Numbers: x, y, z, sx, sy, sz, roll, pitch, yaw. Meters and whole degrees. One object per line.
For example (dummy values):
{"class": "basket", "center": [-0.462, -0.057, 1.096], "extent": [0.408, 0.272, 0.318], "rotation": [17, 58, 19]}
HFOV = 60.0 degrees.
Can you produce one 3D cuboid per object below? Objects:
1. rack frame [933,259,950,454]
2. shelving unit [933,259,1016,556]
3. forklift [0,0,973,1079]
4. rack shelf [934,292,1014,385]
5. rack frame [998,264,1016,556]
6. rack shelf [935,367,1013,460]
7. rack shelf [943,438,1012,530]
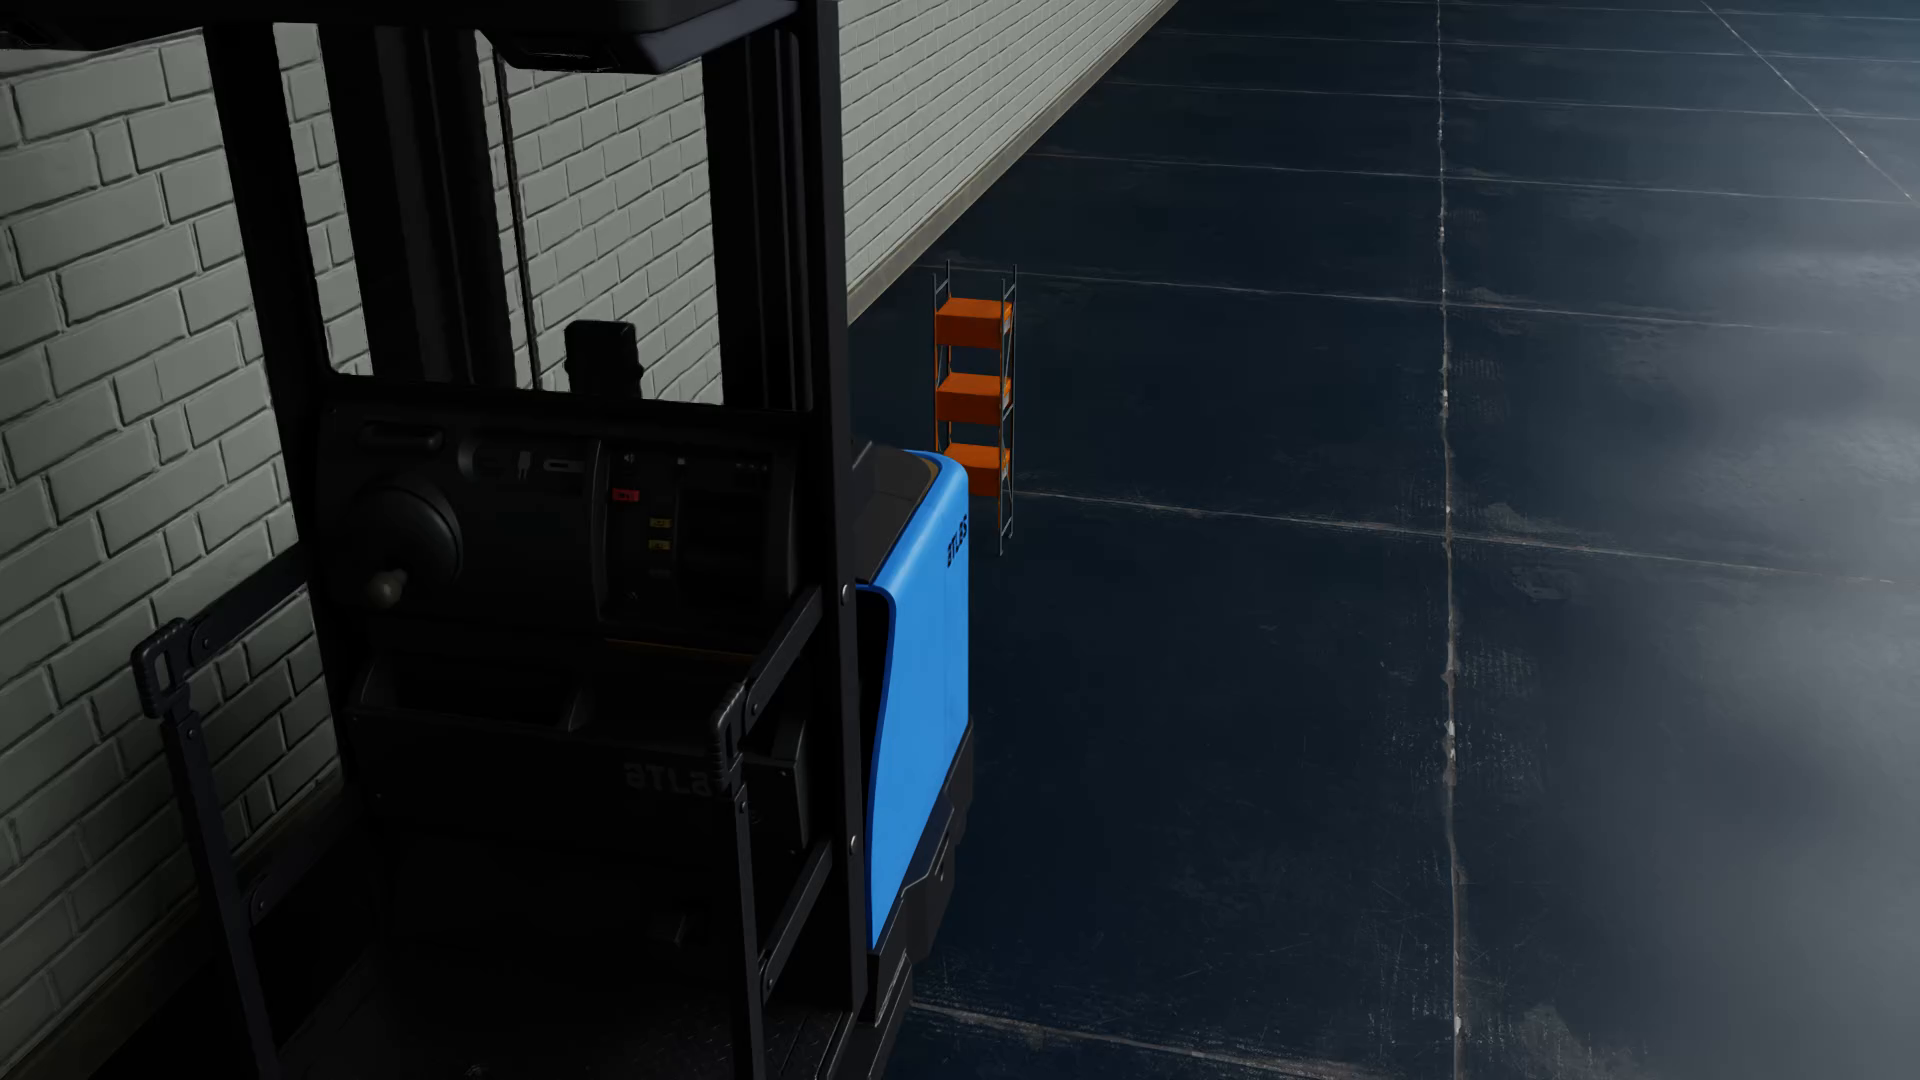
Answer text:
{"class": "rack frame", "center": [-0.066, -0.481, 6.040], "extent": [0.008, 1.050, 0.200], "rotation": [6, 26, 13]}
{"class": "shelving unit", "center": [0.052, -0.468, 6.012], "extent": [0.252, 1.050, 0.215], "rotation": [6, 26, 13]}
{"class": "forklift", "center": [-0.788, -0.003, 2.846], "extent": [1.130, 2.935, 3.031], "rotation": [6, 26, 11]}
{"class": "rack shelf", "center": [0.052, -0.715, 5.895], "extent": [0.240, 0.259, 0.215], "rotation": [6, 26, 13]}
{"class": "rack frame", "center": [0.170, -0.455, 5.985], "extent": [0.008, 1.050, 0.200], "rotation": [6, 26, 13]}
{"class": "rack shelf", "center": [0.052, -0.459, 6.017], "extent": [0.240, 0.259, 0.215], "rotation": [6, 26, 13]}
{"class": "rack shelf", "center": [0.052, -0.208, 6.136], "extent": [0.240, 0.259, 0.215], "rotation": [6, 26, 13]}
